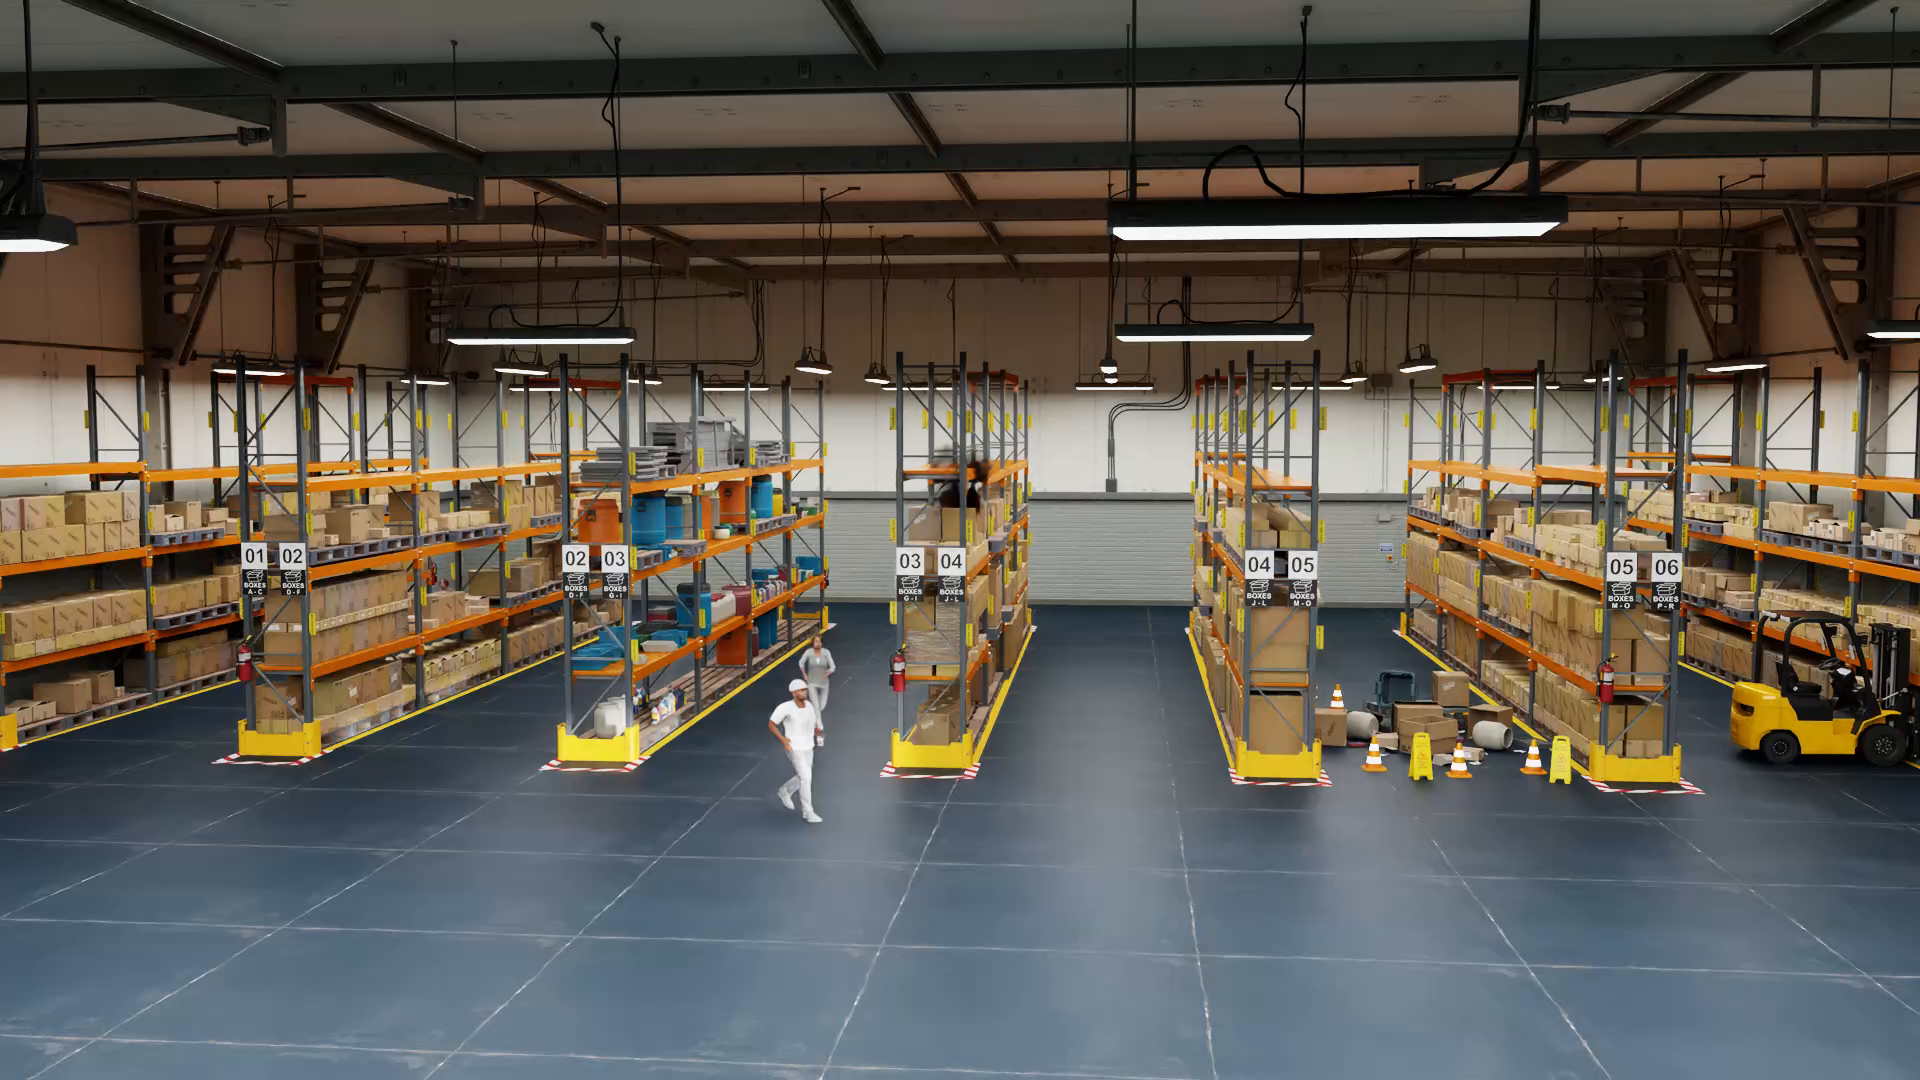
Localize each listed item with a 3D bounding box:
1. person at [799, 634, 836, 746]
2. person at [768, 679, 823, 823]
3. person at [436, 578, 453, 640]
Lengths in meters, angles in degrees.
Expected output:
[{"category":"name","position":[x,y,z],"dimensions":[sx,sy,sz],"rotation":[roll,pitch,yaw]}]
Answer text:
[{"category":"person","position":[-2.127,2.200,24.914],"dimensions":[0.506,1.599,1.035],"rotation":[-1,4,-19]},{"category":"person","position":[-2.052,2.631,20.974],"dimensions":[0.826,1.768,0.701],"rotation":[3,5,37]},{"category":"person","position":[-11.181,1.655,36.065],"dimensions":[0.514,1.608,0.653],"rotation":[0,4,3]}]
